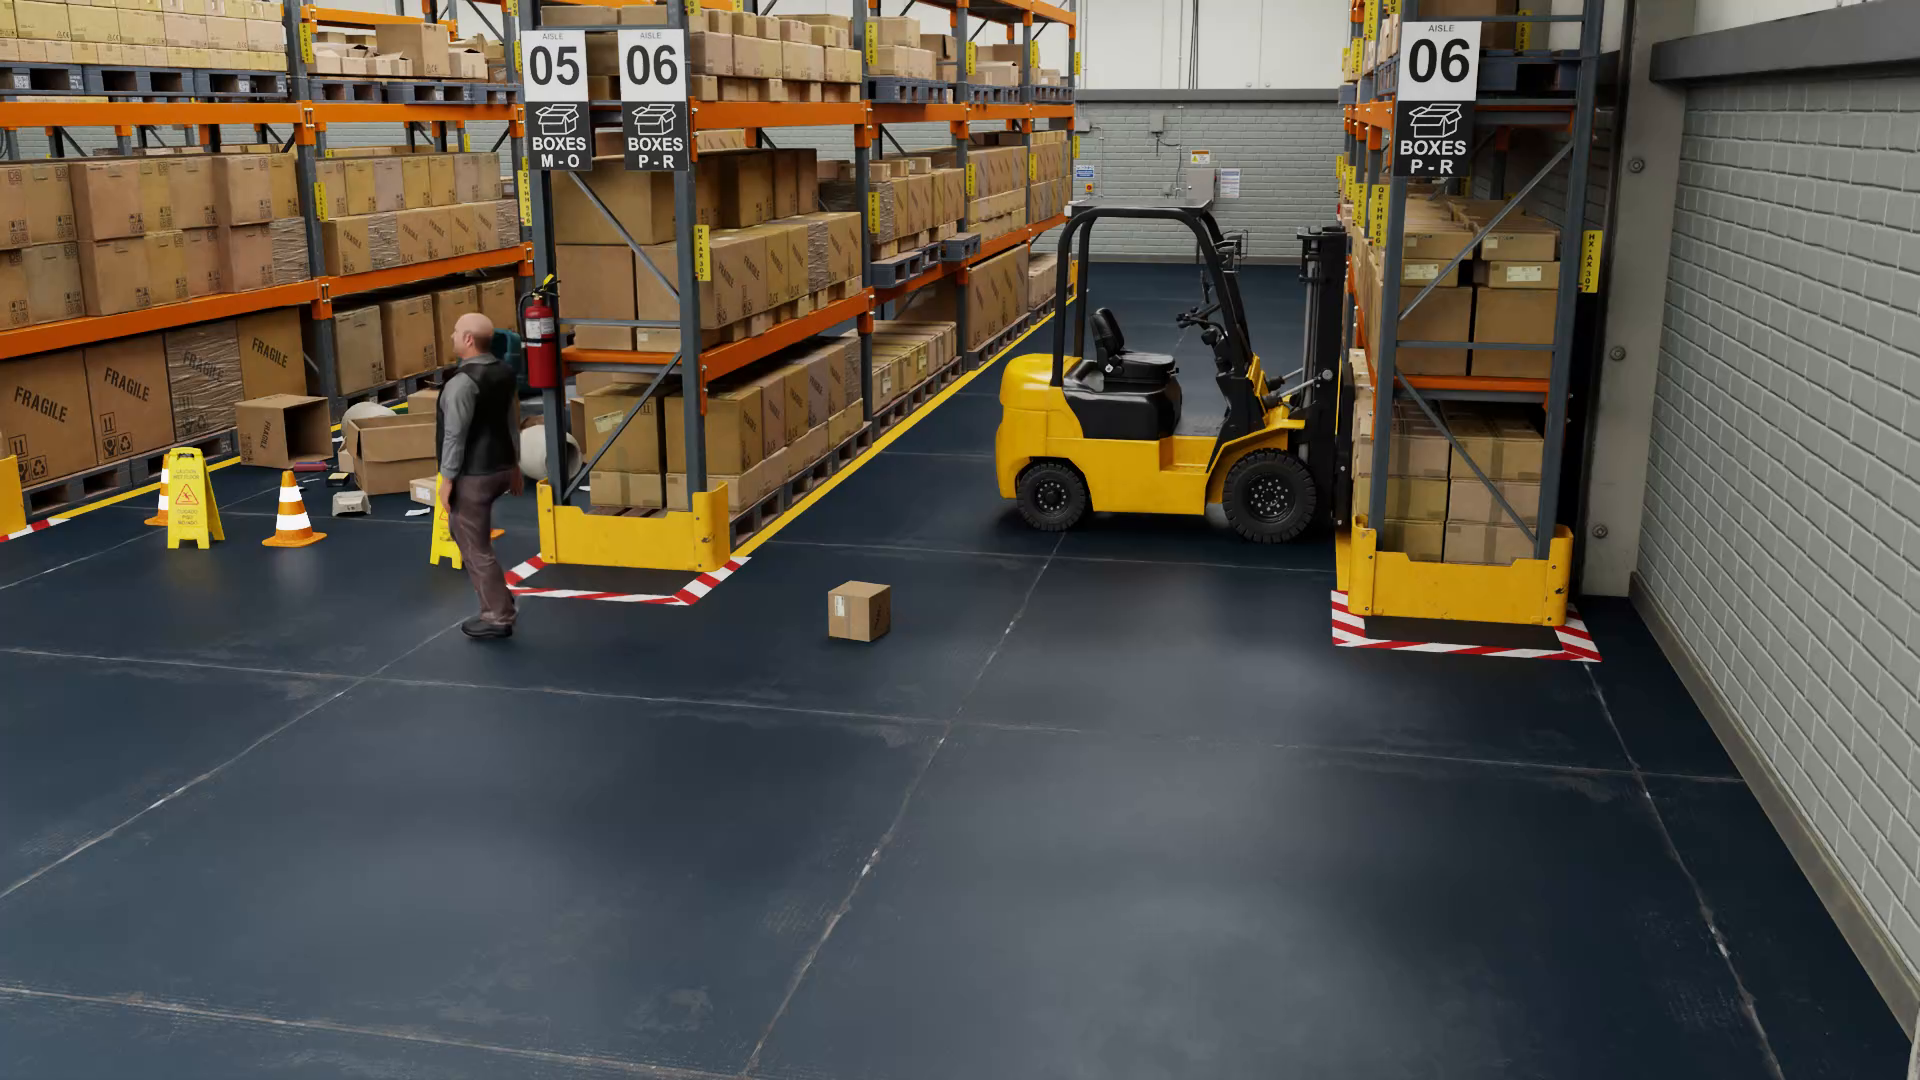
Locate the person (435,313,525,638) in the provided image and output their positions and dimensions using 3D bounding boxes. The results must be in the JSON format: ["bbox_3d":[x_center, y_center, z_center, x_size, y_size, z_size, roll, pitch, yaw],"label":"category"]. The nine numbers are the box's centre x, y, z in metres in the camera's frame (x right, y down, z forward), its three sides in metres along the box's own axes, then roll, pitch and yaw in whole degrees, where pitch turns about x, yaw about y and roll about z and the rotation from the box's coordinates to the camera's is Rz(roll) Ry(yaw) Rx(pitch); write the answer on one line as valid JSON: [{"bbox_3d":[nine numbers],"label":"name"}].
[{"bbox_3d":[-2.586,-0.320,8.766,0.476,1.754,0.564,4,15,15],"label":"person"}]
